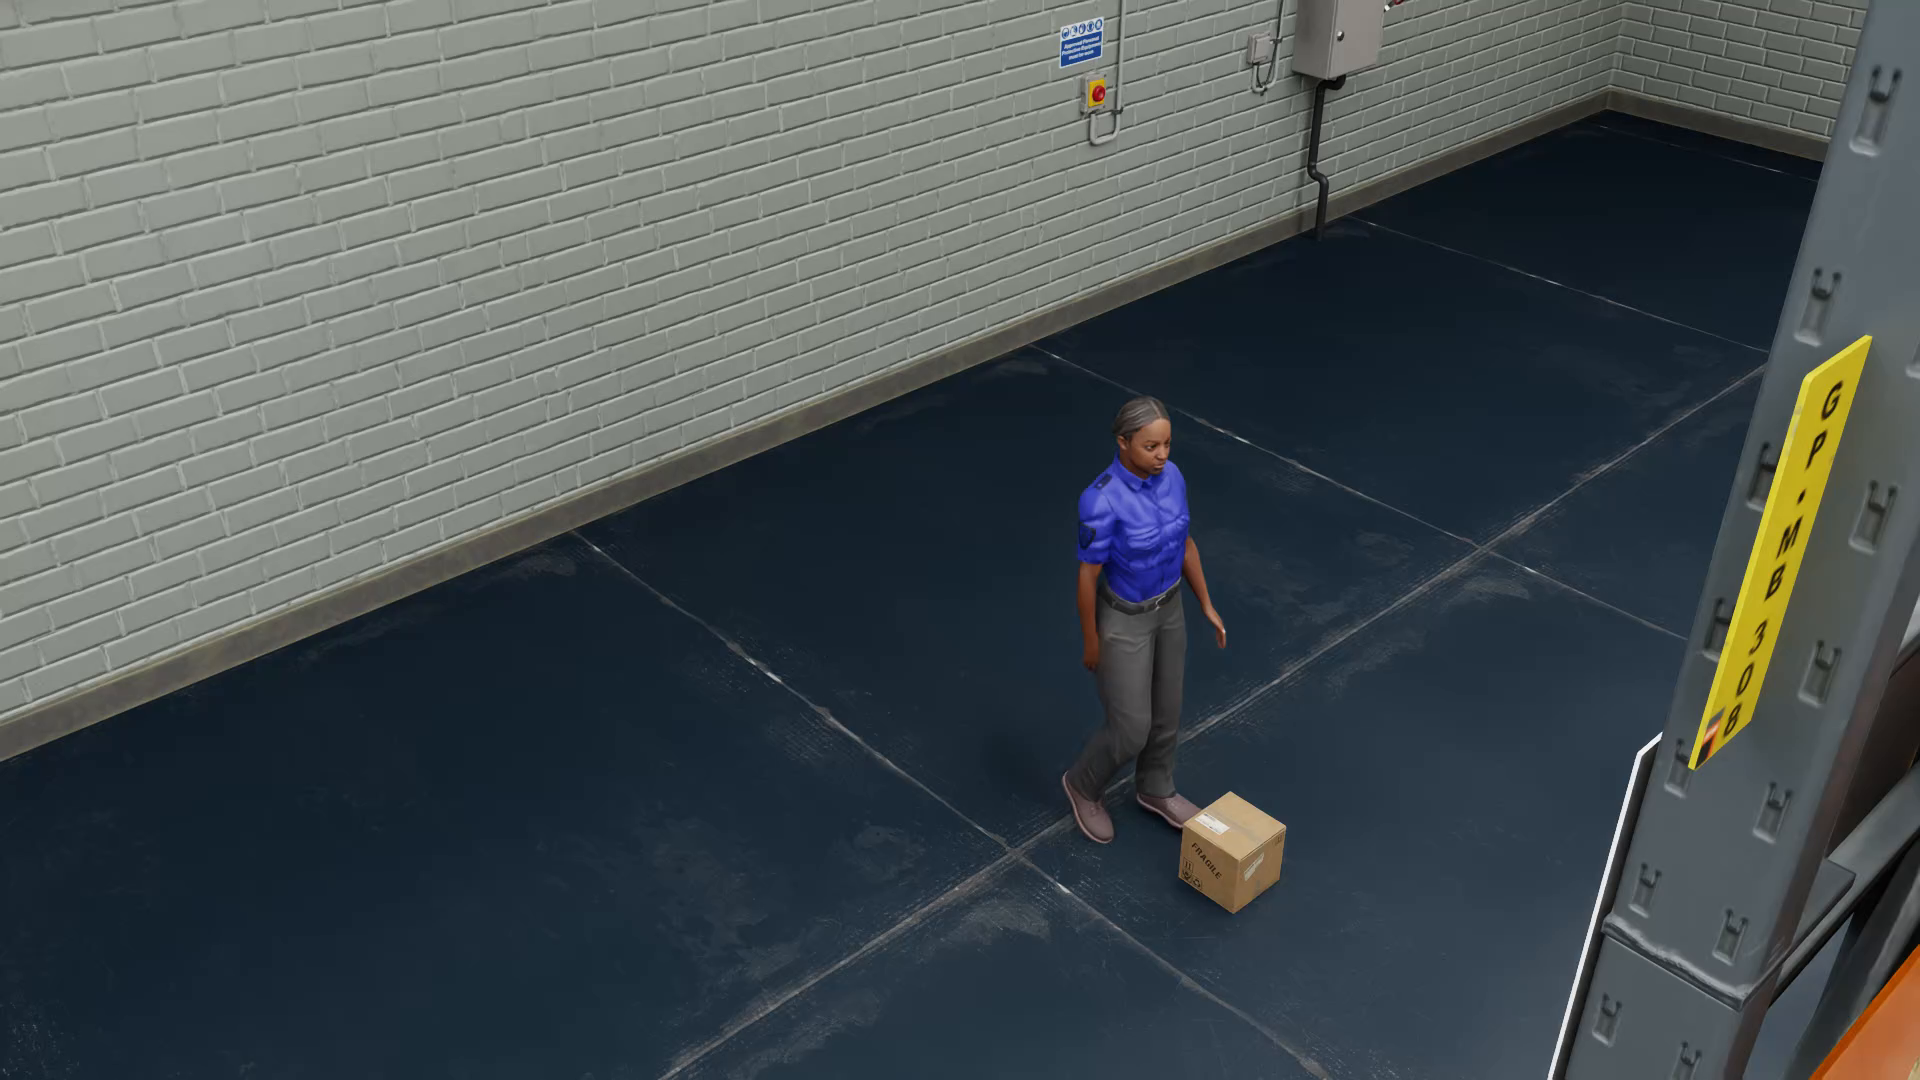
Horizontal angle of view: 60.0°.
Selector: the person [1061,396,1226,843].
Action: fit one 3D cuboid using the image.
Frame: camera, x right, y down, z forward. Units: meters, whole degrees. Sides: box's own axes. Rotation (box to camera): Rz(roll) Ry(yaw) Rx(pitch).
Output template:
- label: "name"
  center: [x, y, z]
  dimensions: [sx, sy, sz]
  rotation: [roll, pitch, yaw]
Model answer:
- label: "person"
  center: [0.654, 0.310, 5.639]
  dimensions: [0.470, 1.688, 0.476]
  rotation: [-28, 41, -37]
